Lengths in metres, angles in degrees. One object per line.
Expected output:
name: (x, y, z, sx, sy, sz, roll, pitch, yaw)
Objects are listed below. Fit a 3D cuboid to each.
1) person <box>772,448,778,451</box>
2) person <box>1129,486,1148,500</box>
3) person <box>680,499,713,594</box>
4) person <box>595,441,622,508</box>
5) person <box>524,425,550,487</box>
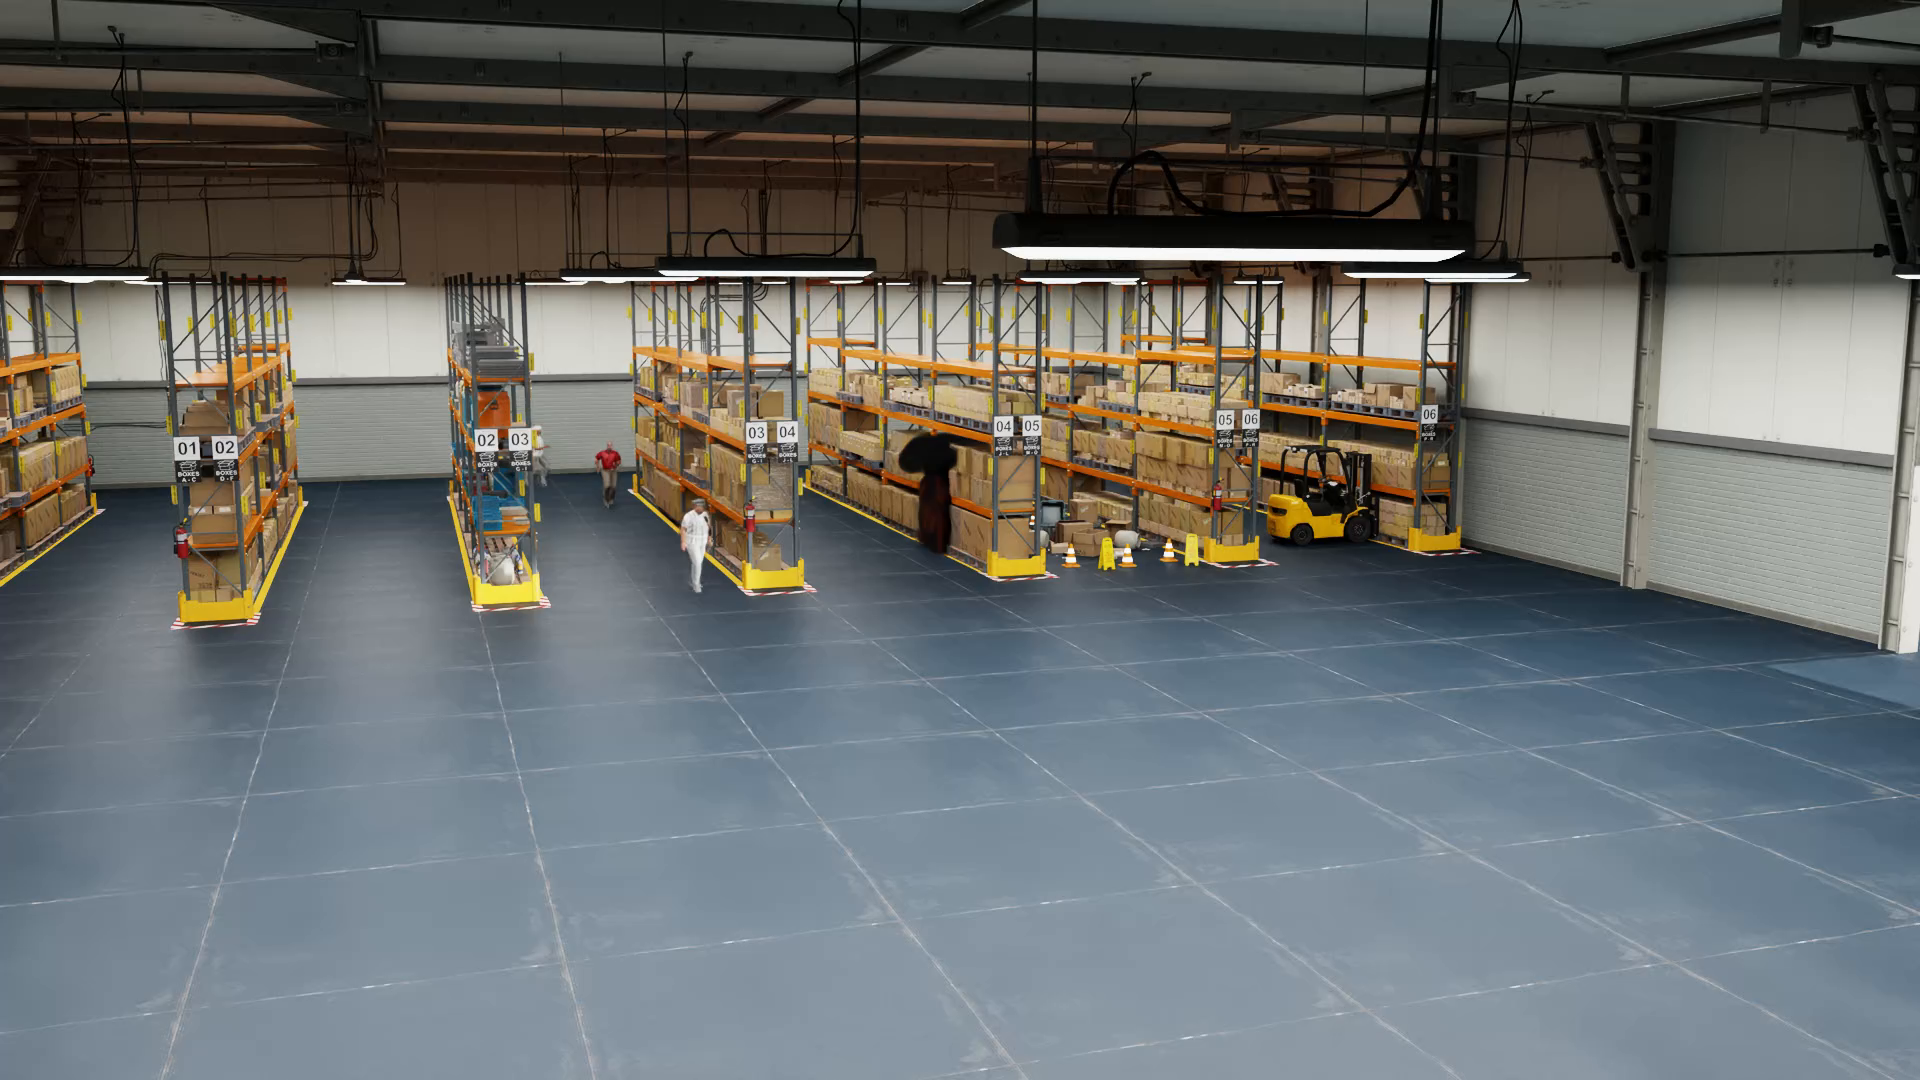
person: (-5.340, -2.449, 48.442, 0.660, 1.839, 0.769, -1, 9, -4)
person: (4.710, -1.647, 43.338, 0.643, 1.687, 0.939, -5, 10, -28)
person: (-5.027, 0.107, 31.641, 0.621, 1.810, 0.631, -8, 12, -44)
person: (-9.221, -1.712, 43.766, 0.647, 1.767, 0.736, -4, 9, -24)
person: (-12.255, -2.417, 48.213, 0.850, 1.824, 0.679, 1, 9, 6)
